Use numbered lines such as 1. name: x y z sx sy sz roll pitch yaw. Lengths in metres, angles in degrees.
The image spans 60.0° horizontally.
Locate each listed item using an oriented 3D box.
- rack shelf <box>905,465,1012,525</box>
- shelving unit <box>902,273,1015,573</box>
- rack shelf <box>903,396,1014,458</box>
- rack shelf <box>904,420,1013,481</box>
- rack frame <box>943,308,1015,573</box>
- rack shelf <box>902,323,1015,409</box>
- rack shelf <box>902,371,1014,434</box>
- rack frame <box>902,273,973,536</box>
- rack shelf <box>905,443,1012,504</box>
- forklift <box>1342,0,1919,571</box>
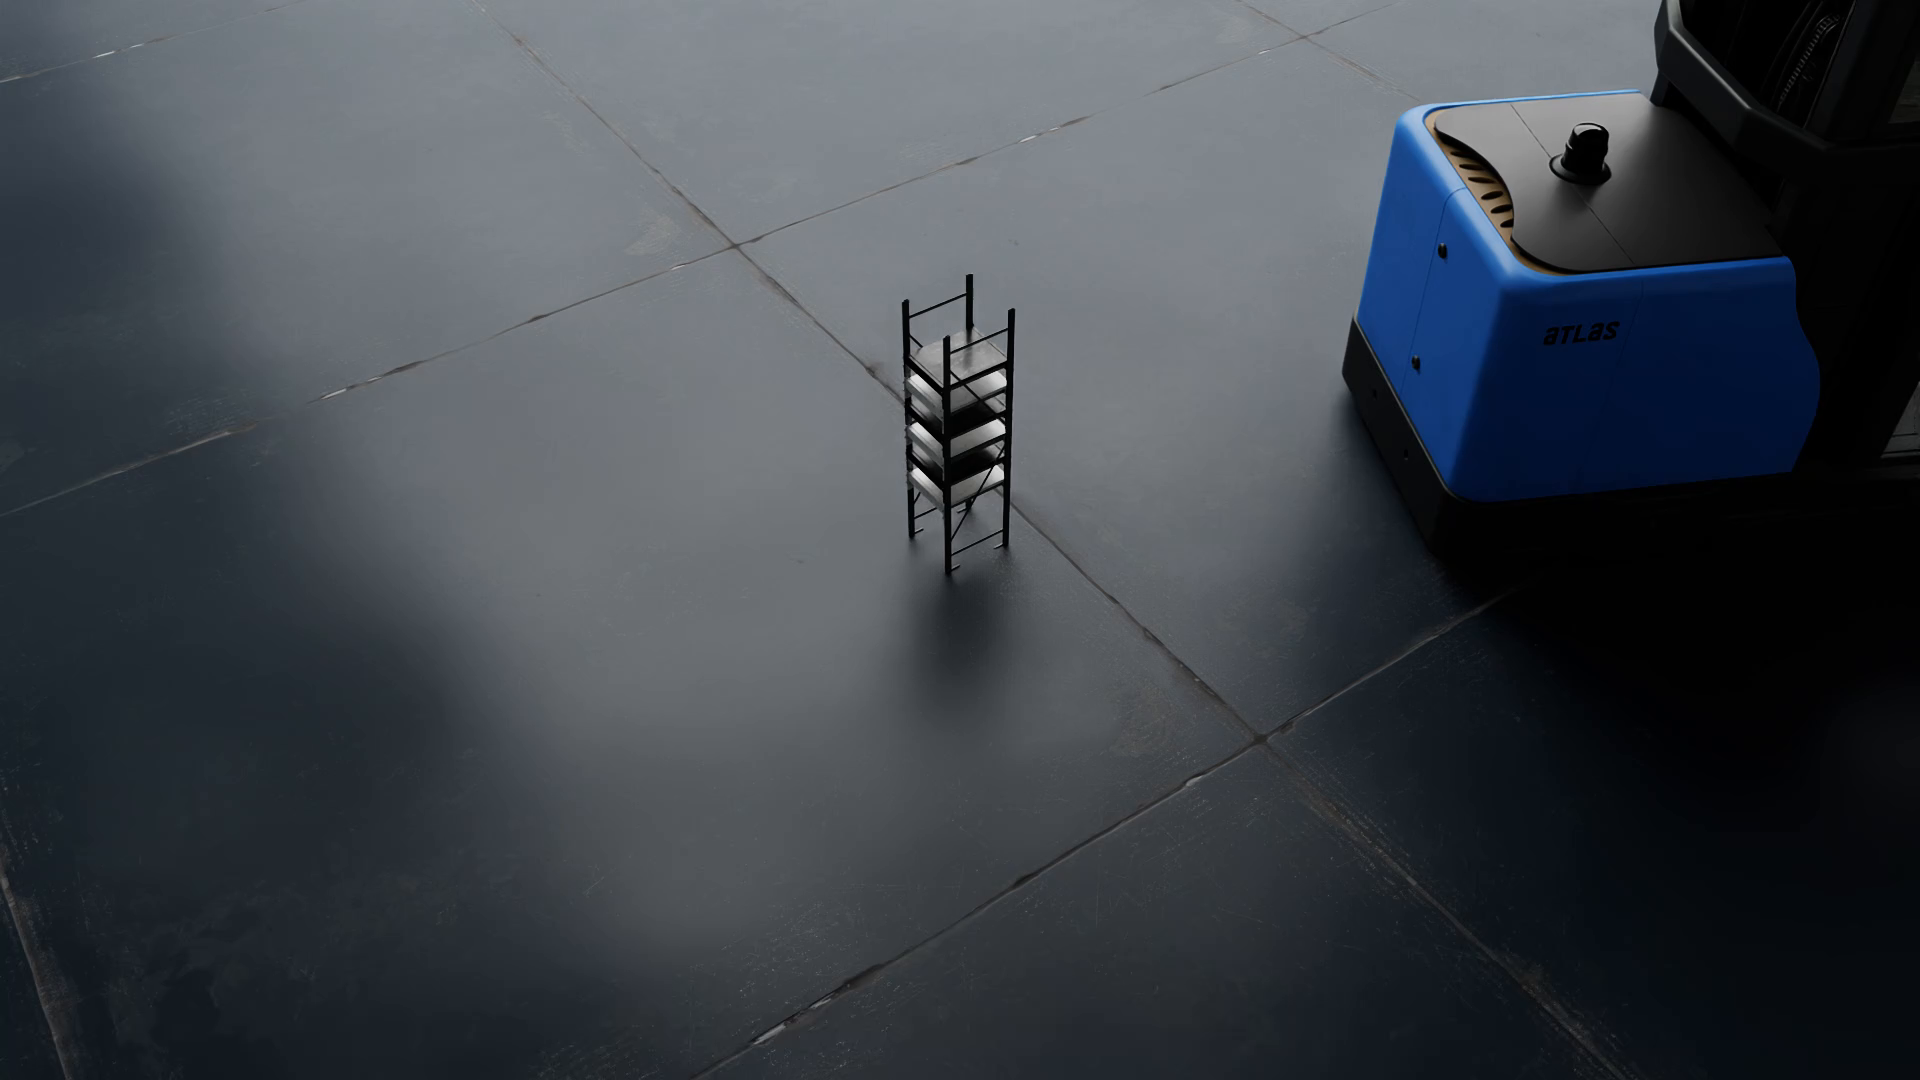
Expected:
1. rack shelf: -0.005 -0.176 5.091 0.258 0.077 0.200 -26 49 -24
2. shelving unit: -0.005 -0.330 4.944 0.258 0.900 0.210 -26 49 -24
3. rack shelf: -0.005 -0.371 4.905 0.258 0.077 0.200 -26 49 -24
4. rack shelf: -0.005 -0.306 4.967 0.258 0.077 0.200 -26 49 -24
5. rack frame: 0.054 -0.273 4.884 0.240 0.900 0.006 -26 49 -24
6. rack shelf: -0.005 -0.501 4.781 0.258 0.077 0.200 -26 49 -24
7. rack shelf: -0.005 -0.436 4.843 0.258 0.077 0.200 -26 49 -24
8. rack frame: -0.063 -0.388 5.004 0.240 0.900 0.006 -26 49 -24
9. rack shelf: -0.005 -0.241 5.029 0.258 0.077 0.200 -26 49 -24
10. forklift: 2.880 -1.434 4.630 3.031 2.935 1.130 -6 44 -6
